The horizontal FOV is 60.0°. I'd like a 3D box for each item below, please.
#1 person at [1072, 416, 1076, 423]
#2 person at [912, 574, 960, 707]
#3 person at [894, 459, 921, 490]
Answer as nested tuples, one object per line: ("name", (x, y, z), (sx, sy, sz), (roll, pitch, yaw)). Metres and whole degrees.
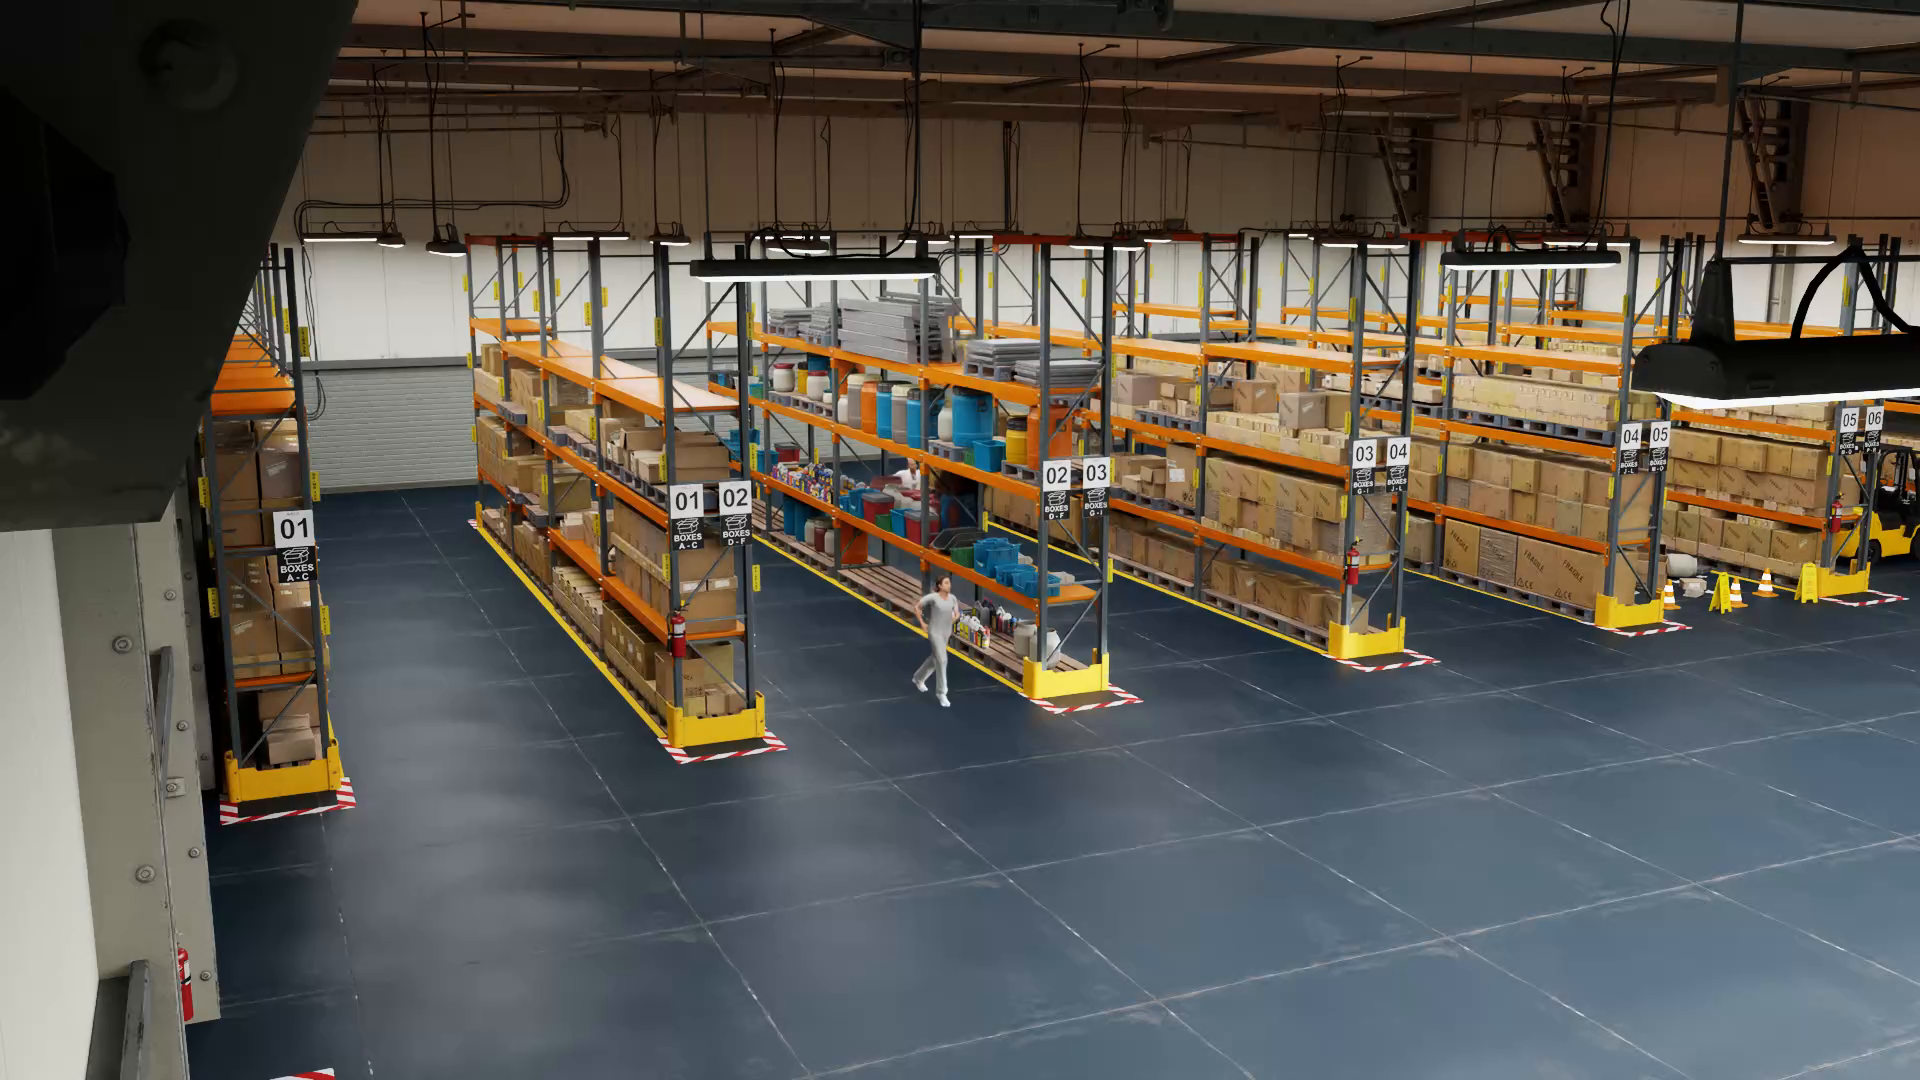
("person", (2.568, -2.162, 39.601), (0.702, 1.765, 0.759), (1, 11, 5))
("person", (-0.274, 1.284, 22.164), (0.583, 1.694, 0.867), (-10, 15, -42))
("person", (-0.951, -0.711, 32.158), (0.729, 1.776, 1.083), (-5, 12, -25))
